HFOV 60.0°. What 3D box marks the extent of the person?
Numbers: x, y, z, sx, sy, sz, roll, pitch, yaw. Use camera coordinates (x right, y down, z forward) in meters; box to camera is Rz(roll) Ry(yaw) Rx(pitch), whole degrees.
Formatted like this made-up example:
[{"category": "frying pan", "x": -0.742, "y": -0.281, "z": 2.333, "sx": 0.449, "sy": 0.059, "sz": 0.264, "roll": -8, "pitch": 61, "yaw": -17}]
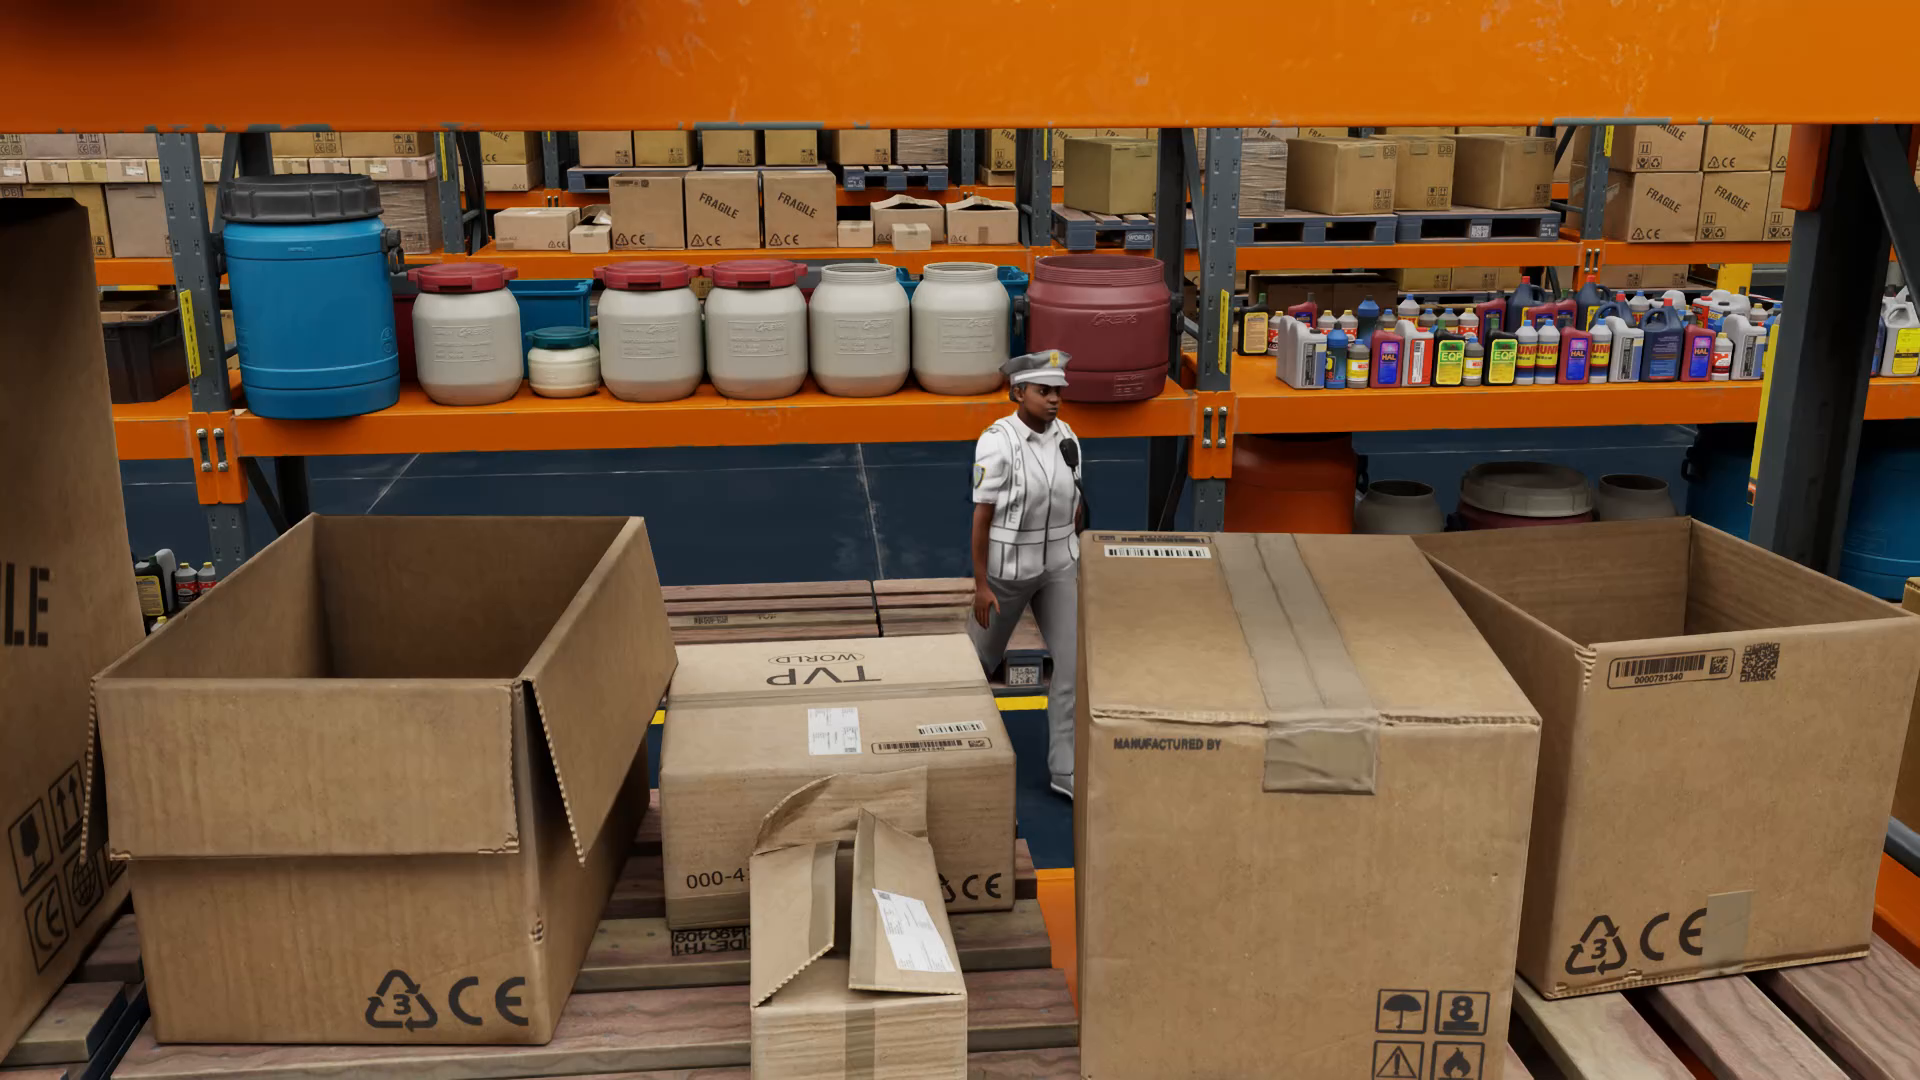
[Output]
[{"category": "person", "x": 0.257, "y": 0.094, "z": 6.181, "sx": 0.542, "sy": 1.648, "sz": 0.941, "roll": -8, "pitch": 19, "yaw": -25}]
